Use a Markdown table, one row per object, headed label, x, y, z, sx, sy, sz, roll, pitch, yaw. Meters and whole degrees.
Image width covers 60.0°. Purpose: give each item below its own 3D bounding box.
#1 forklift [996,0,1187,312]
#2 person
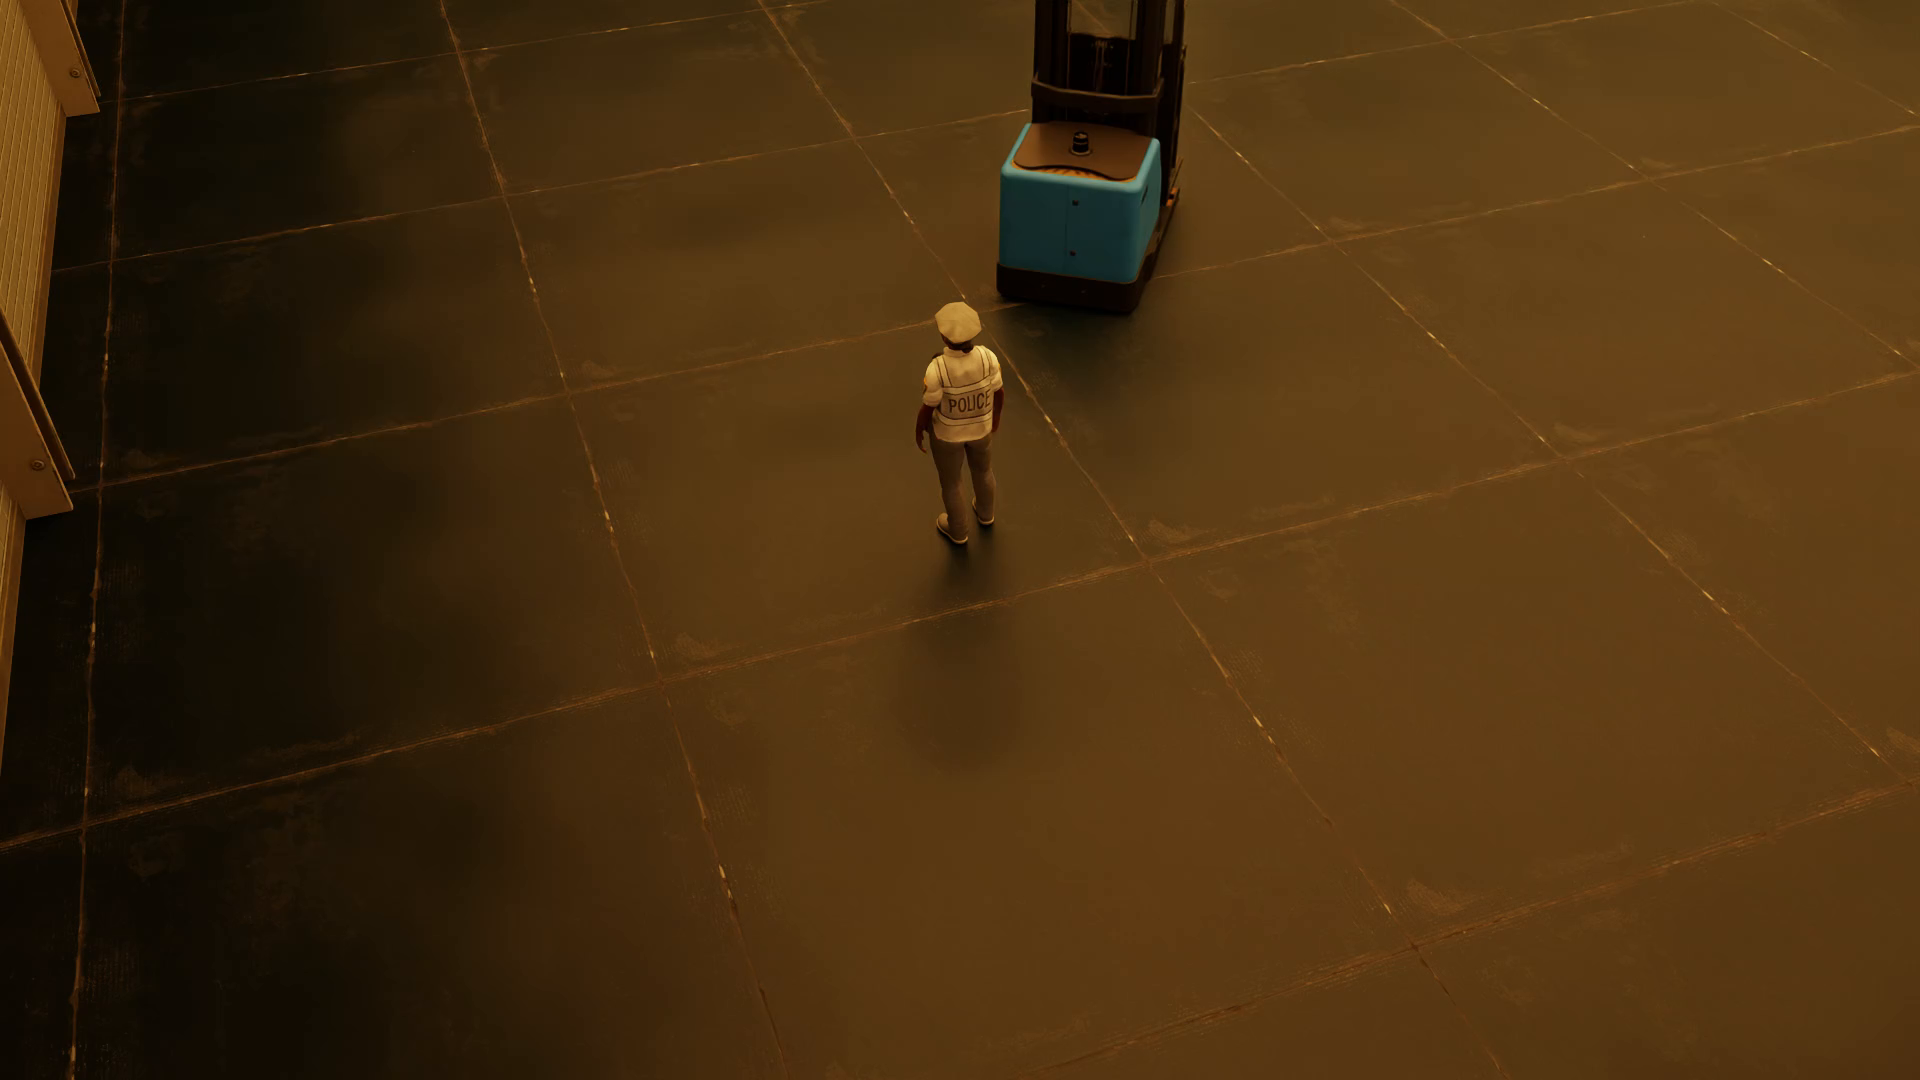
| label | x | y | z | sx | sy | sz | roll | pitch | yaw |
| --- | --- | --- | --- | --- | --- | --- | --- | --- | --- |
| forklift | 1.154 | -3.747 | 12.459 | 1.130 | 2.935 | 3.031 | 10 | 41 | 12 |
| person | 0.003 | -0.707 | 9.788 | 0.548 | 1.695 | 0.528 | -13 | 42 | -15 |
